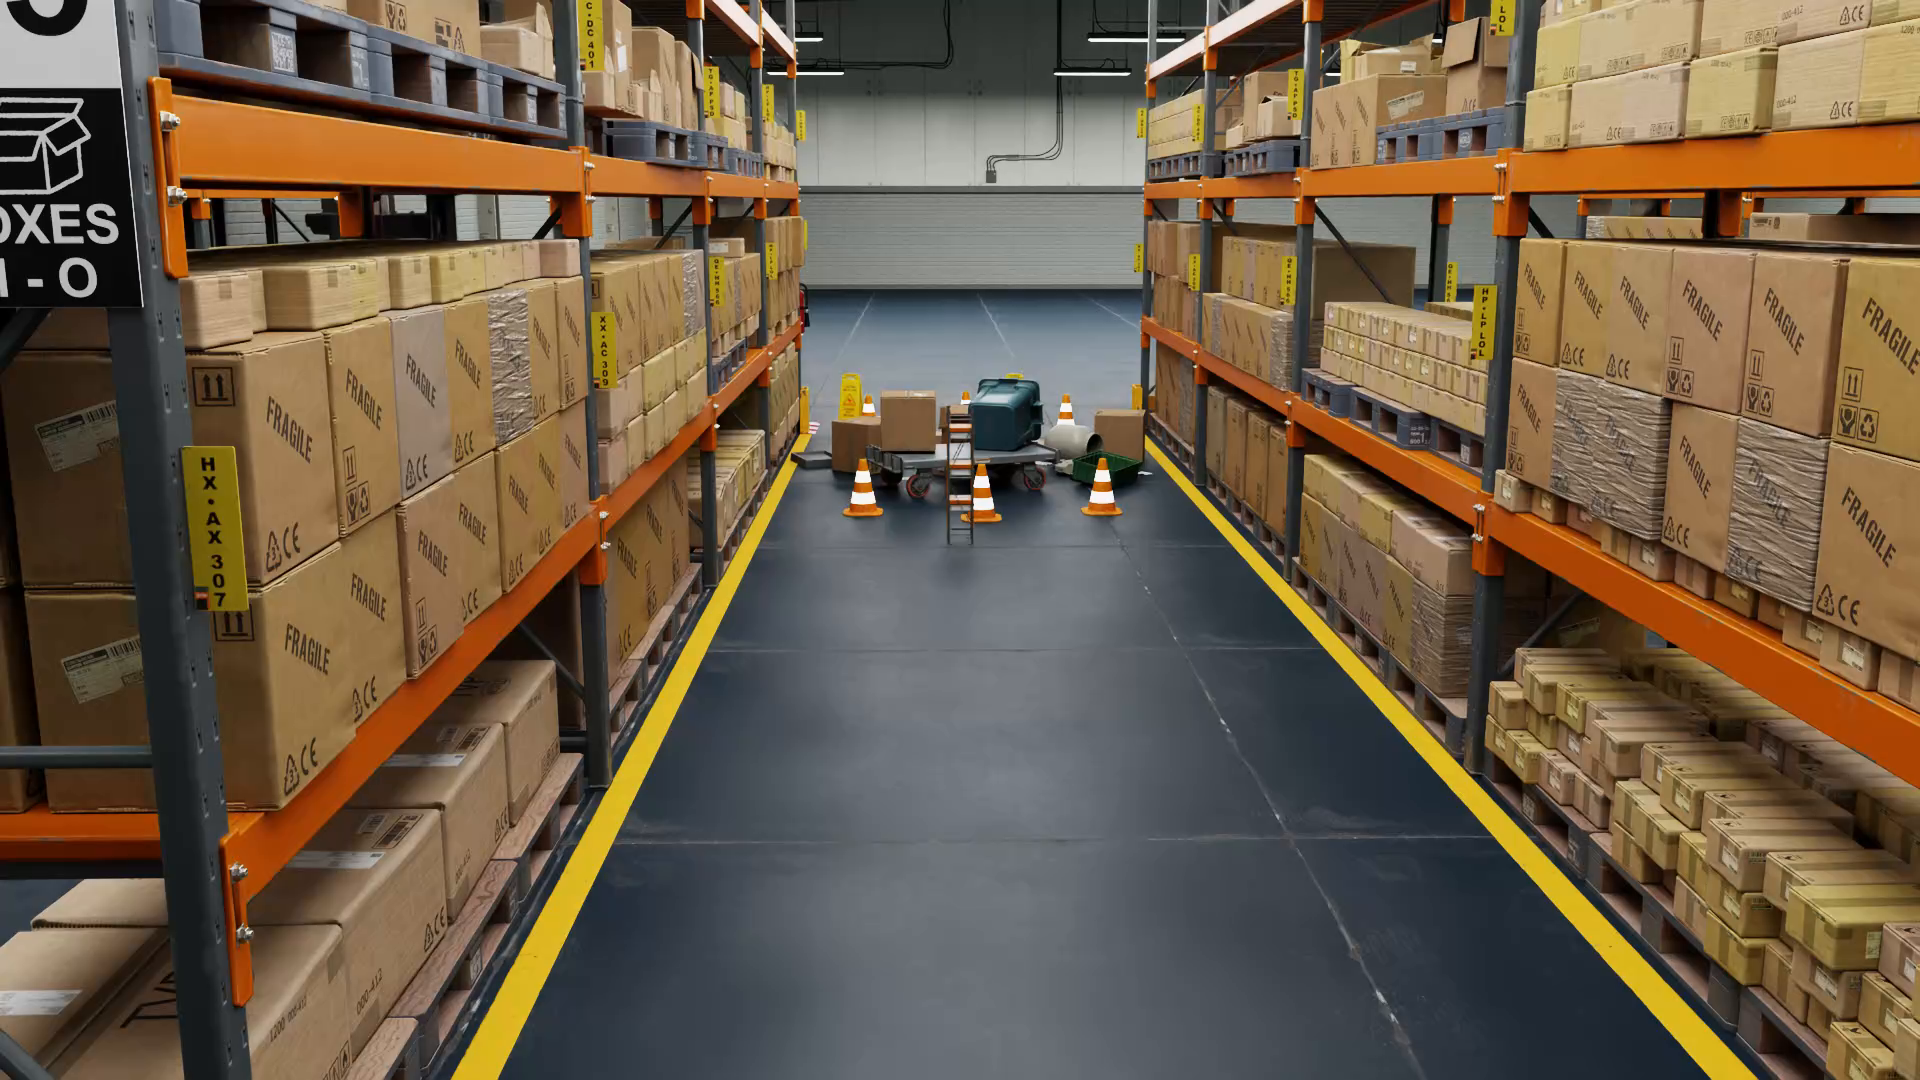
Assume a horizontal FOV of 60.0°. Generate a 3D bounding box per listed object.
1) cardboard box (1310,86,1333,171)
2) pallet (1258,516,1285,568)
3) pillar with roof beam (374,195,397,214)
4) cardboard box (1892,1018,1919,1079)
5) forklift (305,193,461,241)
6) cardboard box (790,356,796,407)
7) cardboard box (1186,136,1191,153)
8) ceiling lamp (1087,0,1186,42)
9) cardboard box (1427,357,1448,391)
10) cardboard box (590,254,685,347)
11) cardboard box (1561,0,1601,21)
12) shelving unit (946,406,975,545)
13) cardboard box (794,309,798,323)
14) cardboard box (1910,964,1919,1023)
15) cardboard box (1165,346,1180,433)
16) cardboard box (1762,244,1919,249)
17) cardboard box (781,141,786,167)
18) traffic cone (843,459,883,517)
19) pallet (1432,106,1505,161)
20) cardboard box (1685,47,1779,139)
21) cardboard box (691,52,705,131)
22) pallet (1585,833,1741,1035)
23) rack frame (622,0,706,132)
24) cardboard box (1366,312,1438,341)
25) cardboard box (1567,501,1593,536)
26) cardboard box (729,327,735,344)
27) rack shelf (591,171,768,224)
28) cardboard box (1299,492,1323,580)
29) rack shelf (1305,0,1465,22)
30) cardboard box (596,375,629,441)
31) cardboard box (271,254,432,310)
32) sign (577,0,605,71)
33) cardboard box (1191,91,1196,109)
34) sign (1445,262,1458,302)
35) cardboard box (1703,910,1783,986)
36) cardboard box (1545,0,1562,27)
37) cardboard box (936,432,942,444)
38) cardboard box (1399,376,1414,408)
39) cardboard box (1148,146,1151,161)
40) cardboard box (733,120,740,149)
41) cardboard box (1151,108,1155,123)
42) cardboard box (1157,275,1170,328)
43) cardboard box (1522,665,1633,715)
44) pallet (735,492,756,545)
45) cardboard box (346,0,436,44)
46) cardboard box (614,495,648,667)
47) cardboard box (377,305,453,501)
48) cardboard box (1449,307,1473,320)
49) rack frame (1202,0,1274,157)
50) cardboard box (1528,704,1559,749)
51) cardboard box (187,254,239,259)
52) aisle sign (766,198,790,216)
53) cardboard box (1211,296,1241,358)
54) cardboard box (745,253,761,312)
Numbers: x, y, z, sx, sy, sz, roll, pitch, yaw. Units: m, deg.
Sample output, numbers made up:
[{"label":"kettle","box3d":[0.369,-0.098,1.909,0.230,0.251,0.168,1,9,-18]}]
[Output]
[{"label":"cardboard box","box3d":[2.522,-2.592,10.493,0.500,0.500,0.500,0,11,-1]},{"label":"pallet","box3d":[2.835,0.023,12.417,1.003,0.211,1.213,0,11,-1]},{"label":"pillar with roof beam","box3d":[-4.005,-6.724,23.570,9.100,9.000,0.400,0,11,-1]},{"label":"cardboard box","box3d":[2.645,1.345,4.251,0.380,0.149,0.250,-1,11,-3]},{"label":"forklift","box3d":[-5.217,-1.929,15.193,1.130,2.935,3.031,-9,14,-37]},{"label":"cardboard box","box3d":[-2.044,-1.701,17.871,0.500,0.500,0.500,0,11,1]},{"label":"cardboard box","box3d":[2.354,-3.757,15.811,0.380,0.149,0.250,0,11,0]},{"label":"ceiling lamp","box3d":[3.600,-11.809,33.952,2.000,3.185,0.800,0,11,-1]},{"label":"cardboard box","box3d":[2.634,-0.855,8.555,0.380,0.149,0.250,-1,11,-3]},{"label":"cardboard box","box3d":[-1.876,-1.383,9.567,0.500,0.500,0.500,0,11,-1]},{"label":"cardboard box","box3d":[2.595,-2.116,6.517,0.380,0.149,0.250,-1,11,-4]},{"label":"shelving unit","box3d":[0.001,-0.504,12.902,0.215,1.050,0.252,0,11,-1]},{"label":"cardboard box","box3d":[-1.998,-2.490,18.422,0.380,0.149,0.250,0,11,-2]},{"label":"cardboard box","box3d":[2.677,1.199,4.224,0.380,0.149,0.250,0,11,0]},{"label":"cardboard box","box3d":[2.711,-1.632,17.849,0.875,0.875,0.875,0,11,-2]},{"label":"cardboard box","box3d":[3.151,-0.780,5.844,0.500,0.500,0.500,0,11,0]},{"label":"cardboard box","box3d":[-2.019,-3.875,16.701,0.500,0.250,0.500,0,11,-1]},{"label":"traffic cone","box3d":[-0.828,-0.458,14.152,0.336,0.463,0.334,0,11,-1]},{"label":"pallet","box3d":[2.953,-1.893,7.774,1.213,0.211,1.003,0,11,-1]},{"label":"cardboard box","box3d":[2.622,-1.388,5.191,0.500,0.250,0.500,0,11,1]},{"label":"cardboard box","box3d":[-2.012,-2.799,10.450,0.797,0.503,0.637,-1,12,-5]},{"label":"pallet","box3d":[2.936,1.351,5.868,1.003,0.211,1.213,0,11,-1]},{"label":"rack frame","box3d":[-2.171,-4.087,10.570,1.000,3.000,0.127,0,11,-1]},{"label":"cardboard box","box3d":[2.613,-1.260,9.805,0.380,0.149,0.250,0,11,1]},{"label":"cardboard box","box3d":[2.675,-0.107,6.676,0.380,0.149,0.250,-1,11,-4]},{"label":"cardboard box","box3d":[-1.976,-1.616,13.057,0.380,0.149,0.250,0,11,1]},{"label":"rack shelf","box3d":[-2.212,-2.662,12.900,1.077,0.370,4.000,0,11,-1]},{"label":"cardboard box","box3d":[2.536,-0.026,10.875,0.500,0.500,0.500,-1,11,-4]},{"label":"rack shelf","box3d":[2.818,-3.181,8.921,1.077,0.370,4.000,0,11,-1]},{"label":"cardboard box","box3d":[-1.815,-0.612,7.649,0.500,0.250,0.500,-1,11,-3]},{"label":"cardboard box","box3d":[-1.748,-0.743,4.779,0.380,0.149,0.250,0,11,-1]},{"label":"sign","box3d":[-1.533,-2.116,6.903,0.100,0.325,0.005,0,11,-1]},{"label":"cardboard box","box3d":[2.362,-4.096,15.481,0.380,0.149,0.250,0,11,-1]},{"label":"sign","box3d":[3.319,-1.720,11.279,0.100,0.325,0.005,0,11,-1]},{"label":"cardboard box","box3d":[2.610,1.288,5.281,0.380,0.149,0.250,-1,11,-4]},{"label":"cardboard box","box3d":[2.623,-2.170,6.784,0.380,0.149,0.250,0,11,-2]},{"label":"cardboard box","box3d":[-0.289,-1.088,18.046,0.380,0.149,0.250,6,13,28]},{"label":"cardboard box","box3d":[2.623,-0.812,9.091,0.380,0.149,0.250,0,11,1]},{"label":"cardboard box","box3d":[2.297,-4.310,18.537,0.380,0.149,0.250,0,11,-1]},{"label":"cardboard box","box3d":[-2.091,-3.328,13.696,0.500,0.250,0.500,0,11,0]},{"label":"cardboard box","box3d":[2.304,-4.652,18.221,0.380,0.149,0.250,0,11,-1]},{"label":"cardboard box","box3d":[2.583,-2.556,17.737,0.875,0.550,0.550,0,11,-1]},{"label":"cardboard box","box3d":[2.605,0.632,7.016,0.380,0.149,0.250,0,11,2]},{"label":"pallet","box3d":[-2.208,-0.177,13.402,1.003,0.211,1.213,0,11,-1]},{"label":"cardboard box","box3d":[-1.897,-1.732,4.947,0.500,0.500,0.500,0,11,0]},{"label":"cardboard box","box3d":[-2.207,0.182,8.908,0.875,0.875,0.875,0,11,0]},{"label":"cardboard box","box3d":[-1.766,-0.397,4.705,0.500,0.500,0.500,0,11,-2]},{"label":"cardboard box","box3d":[3.253,-1.364,10.316,0.380,0.149,0.250,0,11,1]},{"label":"rack frame","box3d":[2.694,-4.922,14.689,1.000,3.000,0.127,0,11,-1]},{"label":"cardboard box","box3d":[2.641,0.777,7.051,0.380,0.149,0.250,0,11,-1]},{"label":"cardboard box","box3d":[-2.294,-0.737,4.751,0.380,0.149,0.250,0,11,0]},{"label":"aisle sign","box3d":[-2.047,-4.024,18.813,0.394,0.787,0.004,0,11,-1]},{"label":"cardboard box","box3d":[2.447,-1.825,14.260,0.500,0.500,0.500,0,11,-1]},{"label":"cardboard box","box3d":[-2.014,-2.251,14.557,0.500,0.500,0.500,0,11,-2]}]
